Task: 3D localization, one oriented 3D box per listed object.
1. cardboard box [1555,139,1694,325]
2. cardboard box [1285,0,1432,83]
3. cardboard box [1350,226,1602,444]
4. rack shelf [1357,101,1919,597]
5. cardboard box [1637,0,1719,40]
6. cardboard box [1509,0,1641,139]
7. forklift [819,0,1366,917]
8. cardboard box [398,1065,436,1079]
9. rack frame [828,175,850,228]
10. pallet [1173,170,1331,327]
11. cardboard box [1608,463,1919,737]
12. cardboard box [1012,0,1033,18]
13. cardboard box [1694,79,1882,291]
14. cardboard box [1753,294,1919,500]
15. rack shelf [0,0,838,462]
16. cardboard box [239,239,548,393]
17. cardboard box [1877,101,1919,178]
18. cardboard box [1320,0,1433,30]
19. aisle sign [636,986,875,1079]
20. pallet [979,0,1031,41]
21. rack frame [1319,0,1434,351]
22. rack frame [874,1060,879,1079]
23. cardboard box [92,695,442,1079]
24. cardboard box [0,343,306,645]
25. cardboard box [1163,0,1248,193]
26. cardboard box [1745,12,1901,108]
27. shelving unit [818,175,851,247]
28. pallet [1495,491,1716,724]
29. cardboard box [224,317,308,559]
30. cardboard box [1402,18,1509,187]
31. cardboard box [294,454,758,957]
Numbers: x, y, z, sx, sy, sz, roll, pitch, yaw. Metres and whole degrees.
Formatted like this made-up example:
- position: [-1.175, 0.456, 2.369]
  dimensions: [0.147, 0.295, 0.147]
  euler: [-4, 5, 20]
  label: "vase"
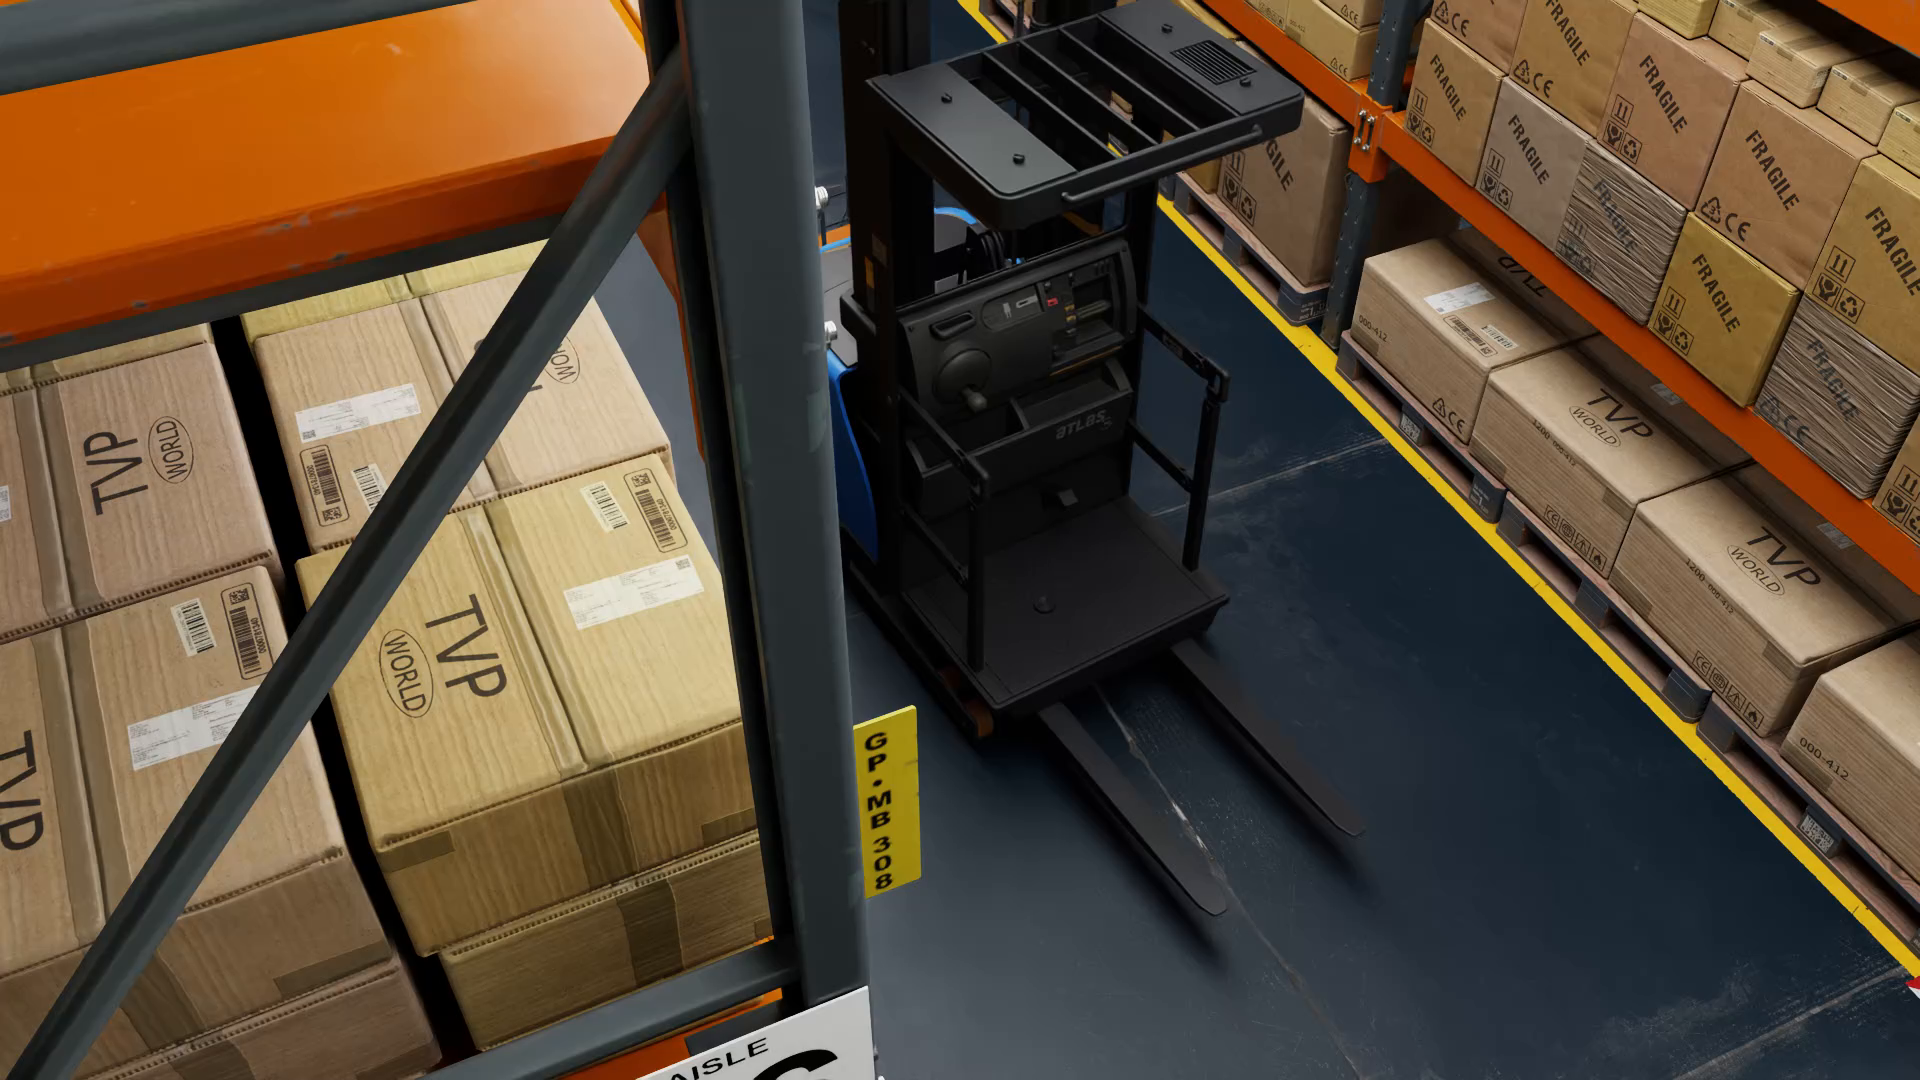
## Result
- position: [2.605, -1.185, 6.113]
  dimensions: [0.500, 0.500, 0.500]
  euler: [-18, 47, -17]
  label: "cardboard box"
- position: [1.817, -2.325, 7.446]
  dimensions: [0.500, 0.250, 0.500]
  euler: [-19, 48, -18]
  label: "cardboard box"
- position: [2.401, -0.973, 7.494]
  dimensions: [0.875, 0.438, 0.875]
  euler: [-19, 48, -18]
  label: "cardboard box"
- position: [3.075, -0.636, 6.140]
  dimensions: [1.077, 0.370, 4.000]
  euler: [-18, 47, -17]
  label: "rack shelf"
- position: [2.534, -1.848, 5.611]
  dimensions: [0.380, 0.149, 0.250]
  euler: [-19, 48, -19]
  label: "cardboard box"
- position: [2.421, -1.860, 6.085]
  dimensions: [0.500, 0.500, 0.500]
  euler: [-19, 48, -18]
  label: "cardboard box"
- position: [0.337, -0.660, 5.701]
  dimensions: [1.130, 2.935, 3.031]
  euler: [-23, 49, -22]
  label: "forklift"
- position: [-0.930, 0.736, 2.280]
  dimensions: [0.380, 0.149, 0.250]
  euler: [-17, 47, -16]
  label: "cardboard box"
- position: [-0.564, -1.061, 7.340]
  dimensions: [0.240, 1.200, 0.006]
  euler: [-23, 49, -22]
  label: "rack frame"
- position: [1.841, -1.644, 8.635]
  dimensions: [1.003, 0.211, 1.213]
  euler: [-18, 47, -17]
  label: "pallet"
- position: [3.155, 0.173, 6.333]
  dimensions: [0.875, 0.438, 0.875]
  euler: [-17, 47, -16]
  label: "cardboard box"
- position: [0.767, -3.644, 9.890]
  dimensions: [0.875, 0.875, 0.875]
  euler: [-18, 48, -18]
  label: "cardboard box"
- position: [2.836, -1.208, 5.424]
  dimensions: [0.500, 0.500, 0.500]
  euler: [-18, 47, -18]
  label: "cardboard box"
- position: [3.050, -0.532, 5.451]
  dimensions: [0.500, 0.500, 0.500]
  euler: [-17, 47, -16]
  label: "cardboard box"
- position: [-1.427, -1.302, 2.546]
  dimensions: [1.077, 0.370, 4.000]
  euler: [-18, 47, -17]
  label: "rack shelf"
- position: [-0.965, -0.451, 2.843]
  dimensions: [0.500, 0.250, 0.500]
  euler: [-19, 48, -18]
  label: "cardboard box"
- position: [2.997, -1.207, 4.961]
  dimensions: [0.380, 0.149, 0.250]
  euler: [-17, 47, -16]
  label: "cardboard box"
- position: [1.828, -2.501, 7.268]
  dimensions: [0.500, 0.250, 0.500]
  euler: [-18, 47, -17]
  label: "cardboard box"
- position: [-0.291, 0.882, 2.239]
  dimensions: [0.394, 0.787, 0.004]
  euler: [-18, 47, -17]
  label: "aisle sign"
- position: [0.815, -3.199, 10.210]
  dimensions: [1.003, 0.211, 1.213]
  euler: [-18, 47, -17]
  label: "pallet"
- position: [2.234, -2.167, 7.179]
  dimensions: [1.000, 3.000, 0.127]
  euler: [-18, 47, -17]
  label: "rack frame"
- position: [-0.586, 1.850, 3.108]
  dimensions: [1.000, 3.000, 0.127]
  euler: [-18, 47, -17]
  label: "rack frame"
- position: [-1.020, 0.527, 2.208]
  dimensions: [0.500, 0.250, 0.500]
  euler: [-19, 48, -18]
  label: "cardboard box"
- position: [-1.244, 0.020, 2.367]
  dimensions: [0.500, 0.250, 0.500]
  euler: [-19, 48, -19]
  label: "cardboard box"
- position: [1.514, -2.505, 8.736]
  dimensions: [0.875, 0.875, 0.875]
  euler: [-17, 47, -16]
  label: "cardboard box"
- position: [2.755, -1.535, 5.294]
  dimensions: [0.380, 0.149, 0.250]
  euler: [-18, 47, -17]
  label: "cardboard box"
- position: [-0.516, -1.007, 7.285]
  dimensions: [0.258, 1.200, 0.189]
  euler: [-23, 49, -22]
  label: "shelving unit"
- position: [3.000, 0.112, 6.855]
  dimensions: [1.003, 0.211, 1.213]
  euler: [-18, 47, -17]
  label: "pallet"
- position: [-1.453, -0.118, 2.862]
  dimensions: [0.500, 0.250, 0.500]
  euler: [-19, 48, -18]
  label: "cardboard box"
- position: [2.194, -1.826, 6.763]
  dimensions: [0.500, 0.500, 0.500]
  euler: [-17, 47, -16]
  label: "cardboard box"
- position: [-0.545, 0.195, 2.189]
  dimensions: [0.500, 0.250, 0.500]
  euler: [-19, 48, -18]
  label: "cardboard box"
